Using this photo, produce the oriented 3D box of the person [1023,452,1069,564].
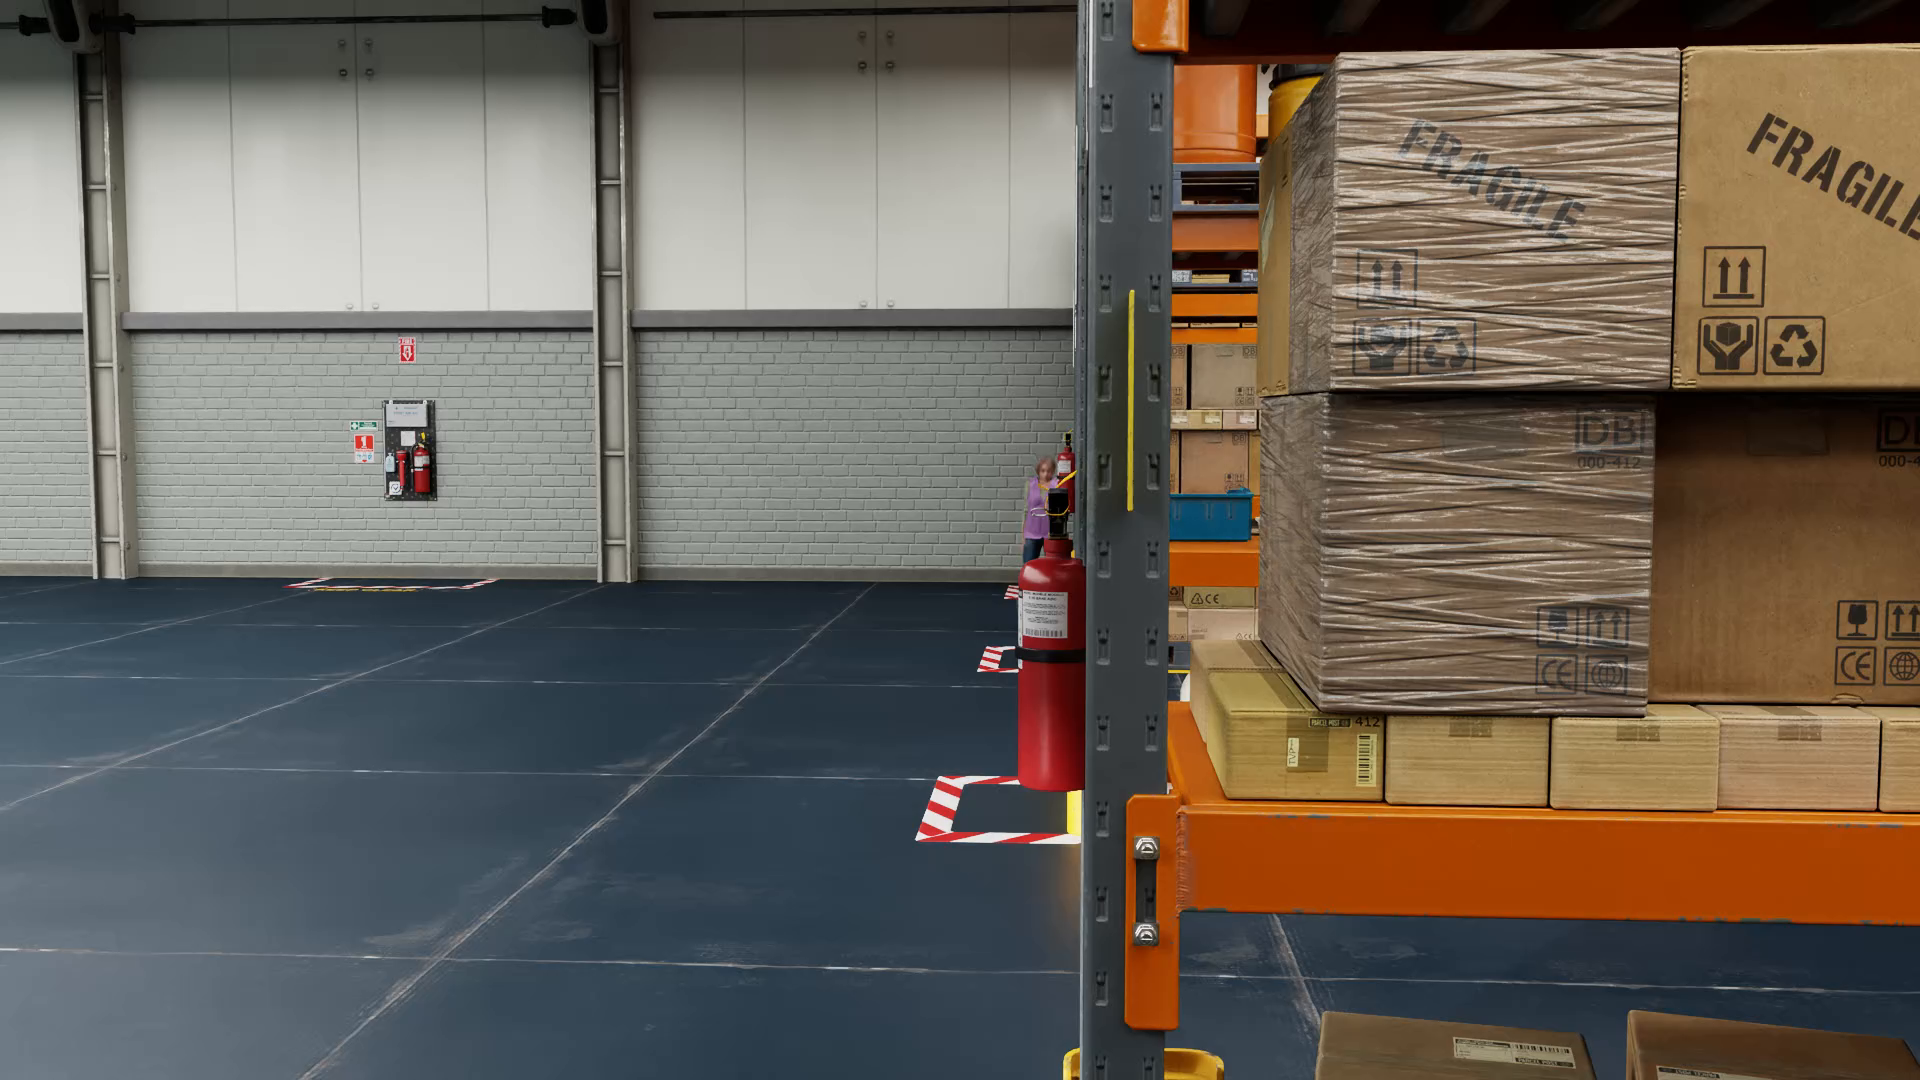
[{"bbox_3d":[0.767,0.007,14.911,0.412,1.589,0.316,0,4,5],"label":"person"}]
